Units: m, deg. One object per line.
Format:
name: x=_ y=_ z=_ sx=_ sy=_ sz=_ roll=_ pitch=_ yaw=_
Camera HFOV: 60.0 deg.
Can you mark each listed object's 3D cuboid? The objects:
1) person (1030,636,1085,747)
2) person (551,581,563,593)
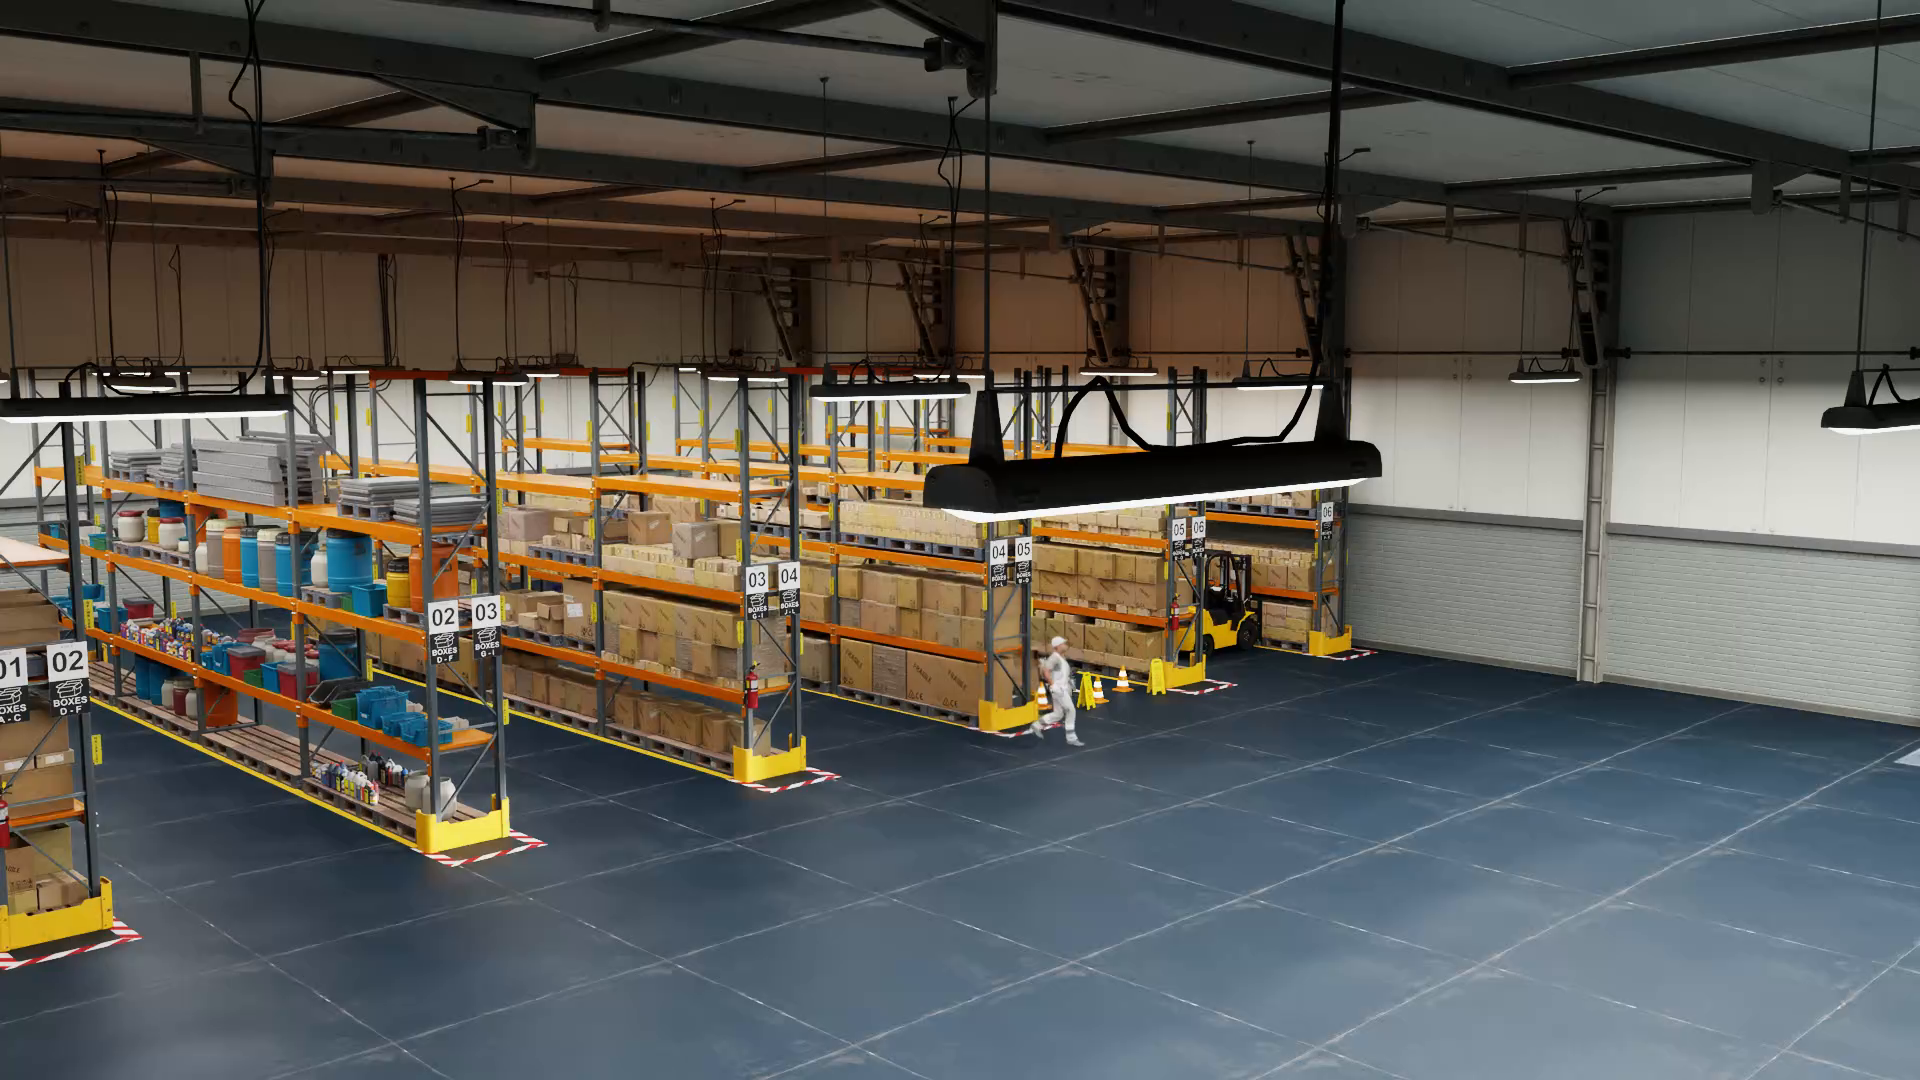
person: x=1.577 y=2.433 z=26.861 sx=0.906 sy=1.771 sz=0.671 roll=1 pitch=7 yaw=9
person: x=-9.893 y=0.906 z=41.199 sx=0.505 sy=1.591 sz=0.628 roll=4 pitch=8 yaw=32
